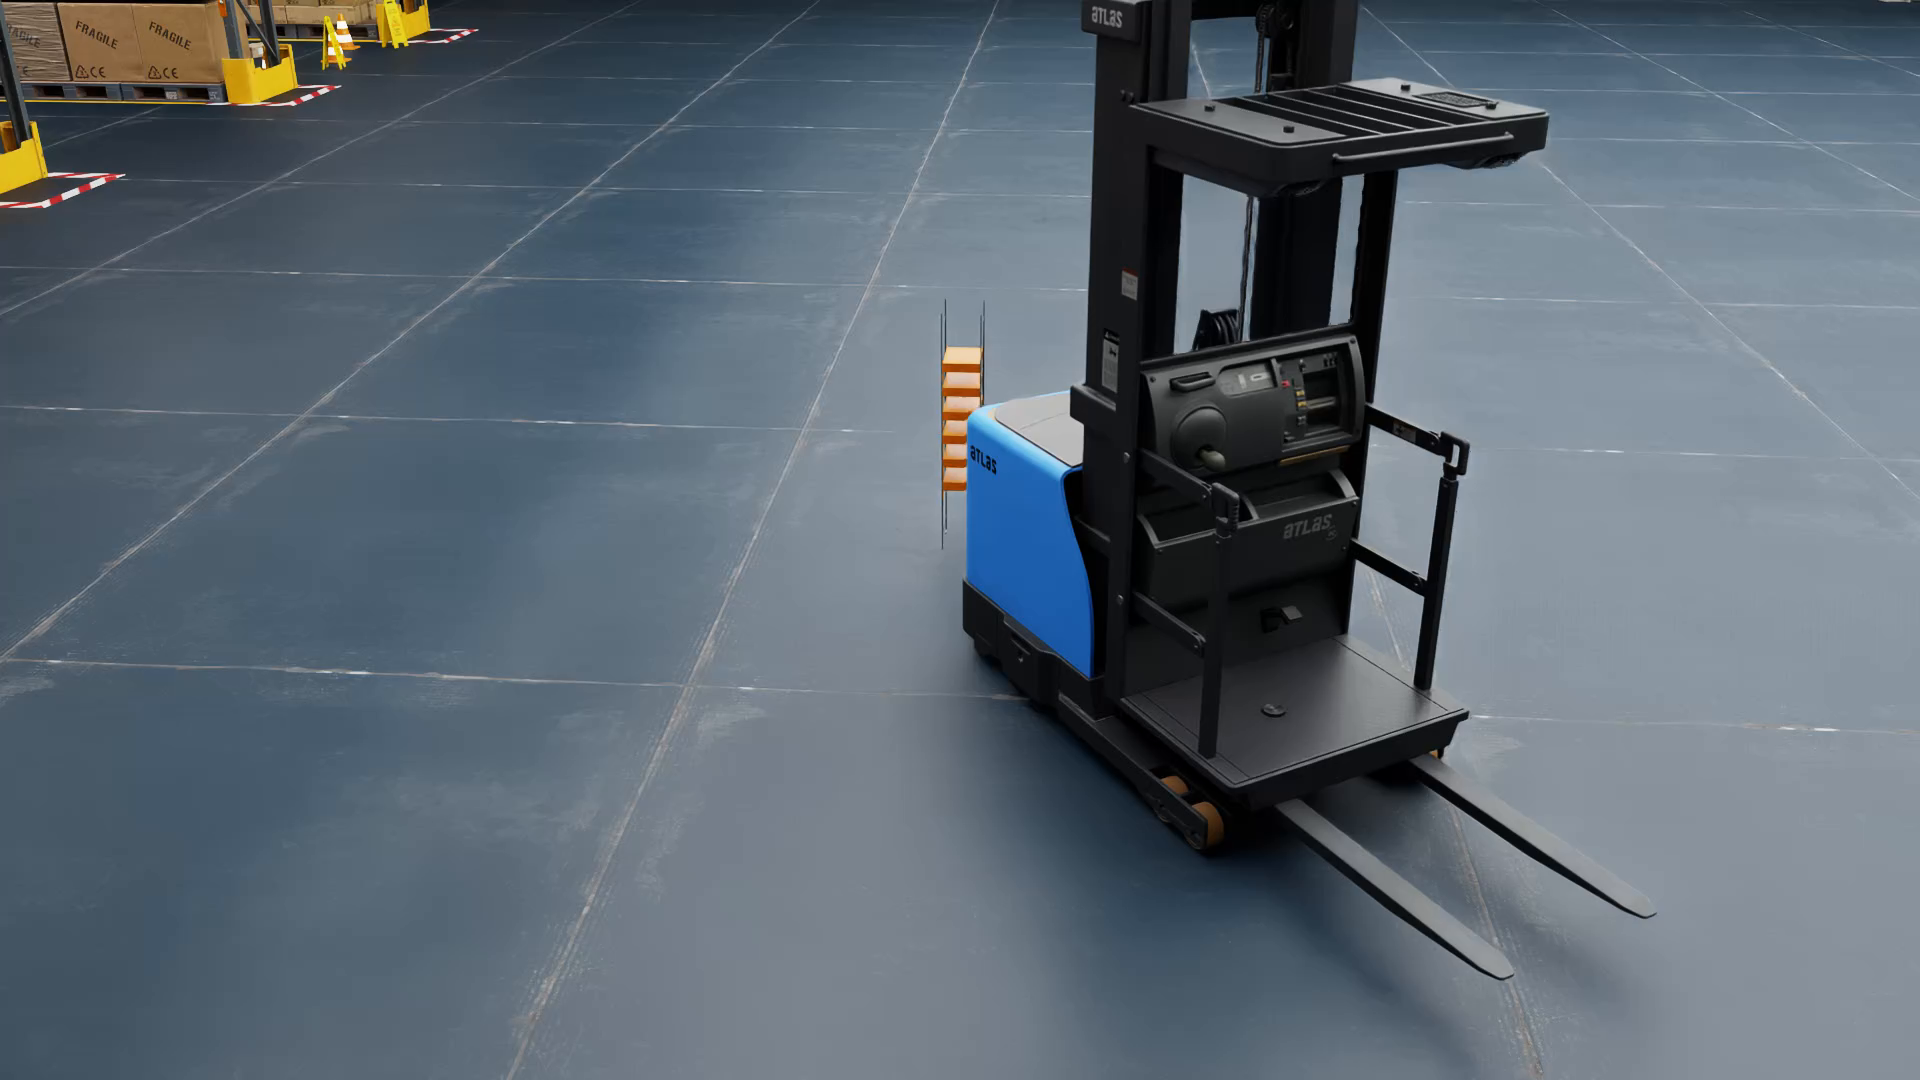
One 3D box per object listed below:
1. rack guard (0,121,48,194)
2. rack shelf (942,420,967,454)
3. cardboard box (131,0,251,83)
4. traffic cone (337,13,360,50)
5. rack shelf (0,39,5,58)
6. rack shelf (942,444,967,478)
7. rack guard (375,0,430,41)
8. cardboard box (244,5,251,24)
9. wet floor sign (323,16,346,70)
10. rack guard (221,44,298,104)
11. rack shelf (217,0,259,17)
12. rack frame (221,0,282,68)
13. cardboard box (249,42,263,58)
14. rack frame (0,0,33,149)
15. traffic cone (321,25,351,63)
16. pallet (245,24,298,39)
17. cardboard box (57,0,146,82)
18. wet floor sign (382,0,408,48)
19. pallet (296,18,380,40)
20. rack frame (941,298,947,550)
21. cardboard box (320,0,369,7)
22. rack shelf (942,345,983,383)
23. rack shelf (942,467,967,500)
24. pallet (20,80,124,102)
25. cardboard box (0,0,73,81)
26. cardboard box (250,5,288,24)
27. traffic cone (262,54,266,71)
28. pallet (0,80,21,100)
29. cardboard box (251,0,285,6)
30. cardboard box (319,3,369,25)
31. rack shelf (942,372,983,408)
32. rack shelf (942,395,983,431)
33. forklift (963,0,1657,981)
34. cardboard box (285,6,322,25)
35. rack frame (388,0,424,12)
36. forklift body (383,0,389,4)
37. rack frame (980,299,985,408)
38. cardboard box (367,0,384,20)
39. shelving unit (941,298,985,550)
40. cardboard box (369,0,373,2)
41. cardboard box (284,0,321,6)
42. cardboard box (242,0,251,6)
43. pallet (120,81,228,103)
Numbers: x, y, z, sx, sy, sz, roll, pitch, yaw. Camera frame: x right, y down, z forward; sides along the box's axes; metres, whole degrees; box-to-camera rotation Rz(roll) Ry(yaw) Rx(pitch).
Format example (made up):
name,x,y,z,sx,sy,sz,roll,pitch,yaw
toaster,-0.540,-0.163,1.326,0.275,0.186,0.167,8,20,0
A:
name,x,y,z,sx,sy,sz,roll,pitch,yaw
rack guard,-8.833,-3.447,15.142,0.348,0.500,1.175,2,25,4
rack shelf,0.014,-0.504,8.017,0.180,0.103,0.258,2,25,4
cardboard box,-8.958,-5.863,19.444,0.875,0.875,0.875,2,25,4
traffic cone,-8.526,-7.034,22.982,0.334,0.463,0.336,2,25,4
rack shelf,-10.752,-4.317,14.904,4.000,0.370,1.077,2,25,4
rack shelf,0.014,-0.395,8.067,0.180,0.103,0.258,2,25,4
rack guard,-8.075,-7.577,24.118,0.348,0.500,1.175,2,25,4
cardboard box,-10.357,-7.620,24.009,0.500,0.250,0.500,2,25,3
wet floor sign,-8.097,-6.398,21.384,0.232,0.644,0.267,-2,25,-5
rack guard,-8.253,-5.507,19.621,0.348,0.500,1.175,2,25,4
rack shelf,-10.271,-6.381,19.389,4.000,0.370,1.077,2,25,4
rack frame,-8.277,-6.644,19.100,0.127,3.000,1.000,2,25,4
cardboard box,-9.460,-6.615,22.448,0.250,0.149,0.380,16,29,31
rack frame,-8.757,-4.580,14.614,0.127,3.000,1.000,2,25,4
traffic cone,-8.272,-6.560,21.953,0.334,0.463,0.336,2,25,4
pallet,-10.095,-7.527,24.355,1.213,0.211,1.003,2,25,4
cardboard box,-9.836,-5.891,19.503,0.875,0.875,0.875,1,25,3
wet floor sign,-7.891,-7.188,23.100,0.232,0.644,0.267,11,27,22
pallet,-8.882,-7.486,24.267,1.213,0.211,1.003,2,25,4
rack frame,-0.077,-0.548,8.005,0.006,1.200,0.240,2,25,4
cardboard box,-8.818,-7.909,23.740,0.500,0.500,0.500,2,25,4
rack shelf,0.014,-0.831,7.866,0.180,0.103,0.258,2,25,4
rack shelf,0.014,-0.286,8.117,0.180,0.103,0.258,2,25,4
pallet,-10.293,-5.410,19.755,1.213,0.211,1.003,2,25,4
cardboard box,-10.744,-5.921,19.568,0.875,0.875,0.875,2,25,4
cardboard box,-9.863,-7.600,23.965,0.500,0.250,0.500,1,25,2
traffic cone,-8.698,-6.100,20.953,0.334,0.463,0.336,2,25,4
pallet,-11.513,-5.448,19.837,1.213,0.211,1.003,2,25,4
cardboard box,-9.841,-7.944,23.815,0.500,0.500,0.500,1,25,3
cardboard box,-8.849,-7.566,23.892,0.500,0.250,0.500,2,25,4
rack shelf,0.014,-0.722,7.916,0.180,0.103,0.258,2,25,4
rack shelf,0.014,-0.613,7.967,0.180,0.103,0.258,2,25,4
forklift,1.161,-0.455,5.732,1.130,2.935,3.031,-13,28,-26
cardboard box,-9.341,-7.585,23.933,0.500,0.250,0.500,2,25,4
rack frame,-7.999,-8.710,23.591,0.127,3.000,1.000,2,25,4
forklift body,-9.653,-9.694,26.744,1.214,2.155,2.313,2,25,4
rack frame,0.106,-0.542,7.992,0.006,1.200,0.240,2,25,4
cardboard box,-8.782,-7.793,24.384,0.500,0.250,0.500,2,25,4
shelving unit,0.014,-0.545,7.998,0.189,1.200,0.258,2,25,4
cardboard box,-8.806,-8.134,24.229,0.500,0.500,0.500,1,25,2
cardboard box,-9.338,-7.925,23.774,0.500,0.500,0.500,3,25,6
cardboard box,-10.368,-7.959,23.849,0.500,0.500,0.500,3,25,7
pallet,-9.080,-5.370,19.668,1.213,0.211,1.003,2,25,4
